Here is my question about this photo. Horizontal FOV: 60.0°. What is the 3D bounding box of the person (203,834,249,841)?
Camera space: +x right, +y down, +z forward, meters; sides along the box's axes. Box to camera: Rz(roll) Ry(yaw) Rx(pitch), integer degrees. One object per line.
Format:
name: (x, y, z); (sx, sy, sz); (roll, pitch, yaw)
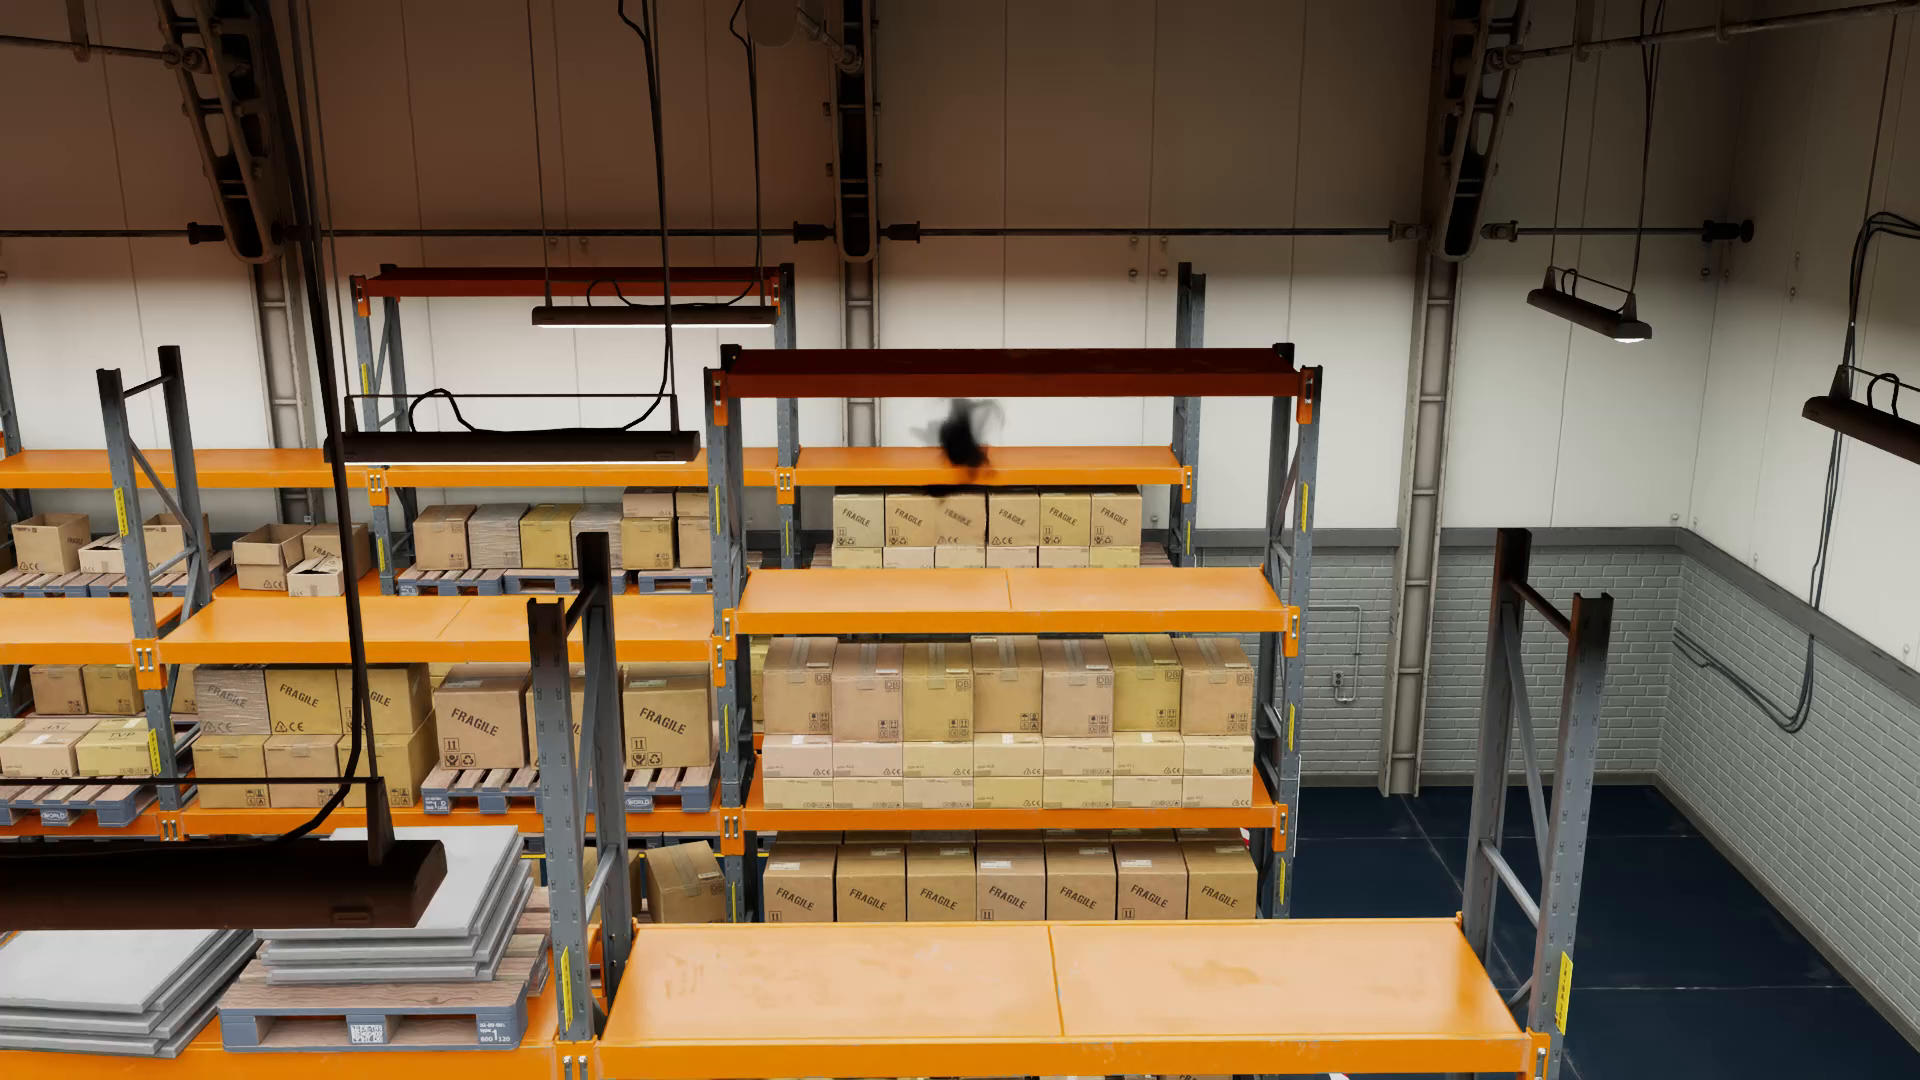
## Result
person: (-6.370, 3.188, 14.532); (0.691, 1.752, 0.706); (0, 16, 1)
